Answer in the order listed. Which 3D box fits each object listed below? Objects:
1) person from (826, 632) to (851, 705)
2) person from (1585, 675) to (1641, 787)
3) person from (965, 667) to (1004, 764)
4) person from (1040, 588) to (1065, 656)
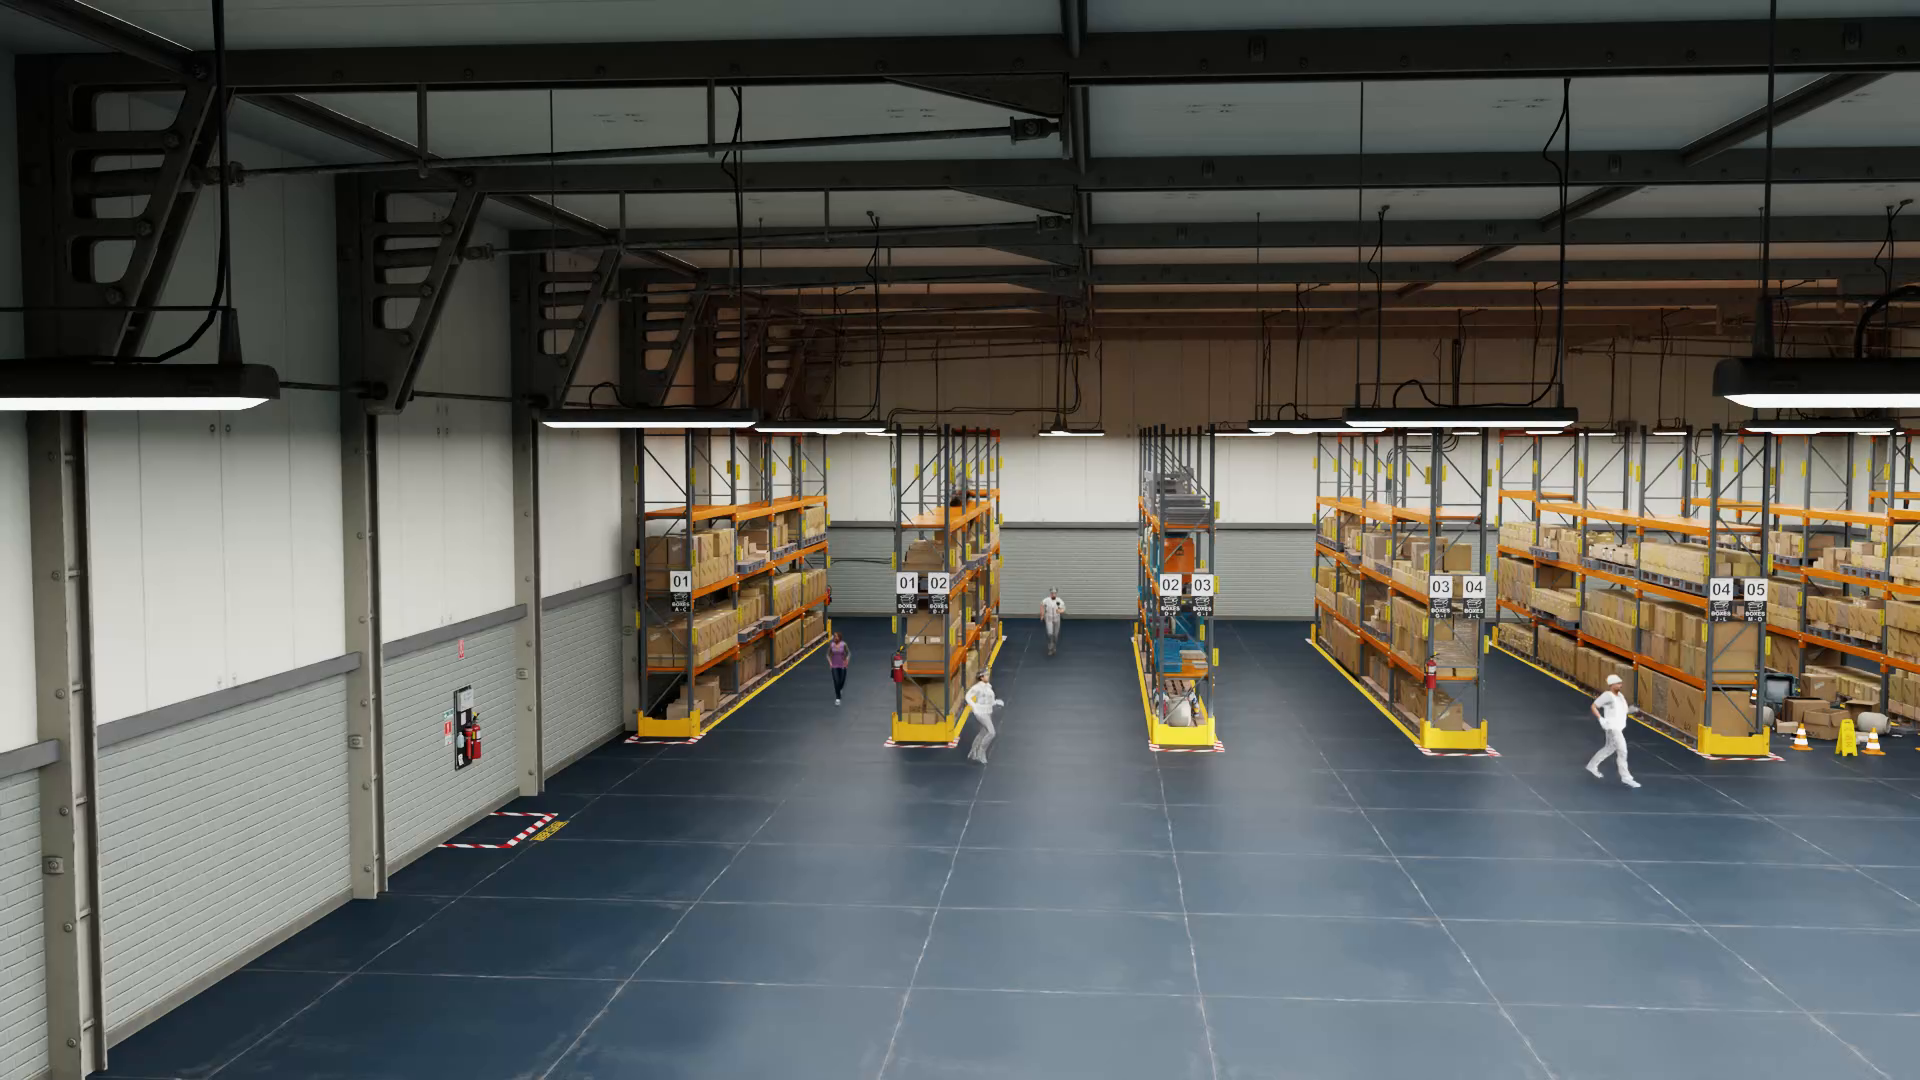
[{"bbox_3d":[-2.629,2.760,36.006,0.537,1.568,0.506,0,3,1],"label":"person"},{"bbox_3d":[10.821,3.128,27.517,0.946,1.799,0.675,3,4,39],"label":"person"},{"bbox_3d":[0.442,3.102,29.354,0.668,1.704,0.587,2,4,28],"label":"person"},{"bbox_3d":[2.468,2.171,44.055,0.628,1.839,0.855,0,3,-6],"label":"person"}]
